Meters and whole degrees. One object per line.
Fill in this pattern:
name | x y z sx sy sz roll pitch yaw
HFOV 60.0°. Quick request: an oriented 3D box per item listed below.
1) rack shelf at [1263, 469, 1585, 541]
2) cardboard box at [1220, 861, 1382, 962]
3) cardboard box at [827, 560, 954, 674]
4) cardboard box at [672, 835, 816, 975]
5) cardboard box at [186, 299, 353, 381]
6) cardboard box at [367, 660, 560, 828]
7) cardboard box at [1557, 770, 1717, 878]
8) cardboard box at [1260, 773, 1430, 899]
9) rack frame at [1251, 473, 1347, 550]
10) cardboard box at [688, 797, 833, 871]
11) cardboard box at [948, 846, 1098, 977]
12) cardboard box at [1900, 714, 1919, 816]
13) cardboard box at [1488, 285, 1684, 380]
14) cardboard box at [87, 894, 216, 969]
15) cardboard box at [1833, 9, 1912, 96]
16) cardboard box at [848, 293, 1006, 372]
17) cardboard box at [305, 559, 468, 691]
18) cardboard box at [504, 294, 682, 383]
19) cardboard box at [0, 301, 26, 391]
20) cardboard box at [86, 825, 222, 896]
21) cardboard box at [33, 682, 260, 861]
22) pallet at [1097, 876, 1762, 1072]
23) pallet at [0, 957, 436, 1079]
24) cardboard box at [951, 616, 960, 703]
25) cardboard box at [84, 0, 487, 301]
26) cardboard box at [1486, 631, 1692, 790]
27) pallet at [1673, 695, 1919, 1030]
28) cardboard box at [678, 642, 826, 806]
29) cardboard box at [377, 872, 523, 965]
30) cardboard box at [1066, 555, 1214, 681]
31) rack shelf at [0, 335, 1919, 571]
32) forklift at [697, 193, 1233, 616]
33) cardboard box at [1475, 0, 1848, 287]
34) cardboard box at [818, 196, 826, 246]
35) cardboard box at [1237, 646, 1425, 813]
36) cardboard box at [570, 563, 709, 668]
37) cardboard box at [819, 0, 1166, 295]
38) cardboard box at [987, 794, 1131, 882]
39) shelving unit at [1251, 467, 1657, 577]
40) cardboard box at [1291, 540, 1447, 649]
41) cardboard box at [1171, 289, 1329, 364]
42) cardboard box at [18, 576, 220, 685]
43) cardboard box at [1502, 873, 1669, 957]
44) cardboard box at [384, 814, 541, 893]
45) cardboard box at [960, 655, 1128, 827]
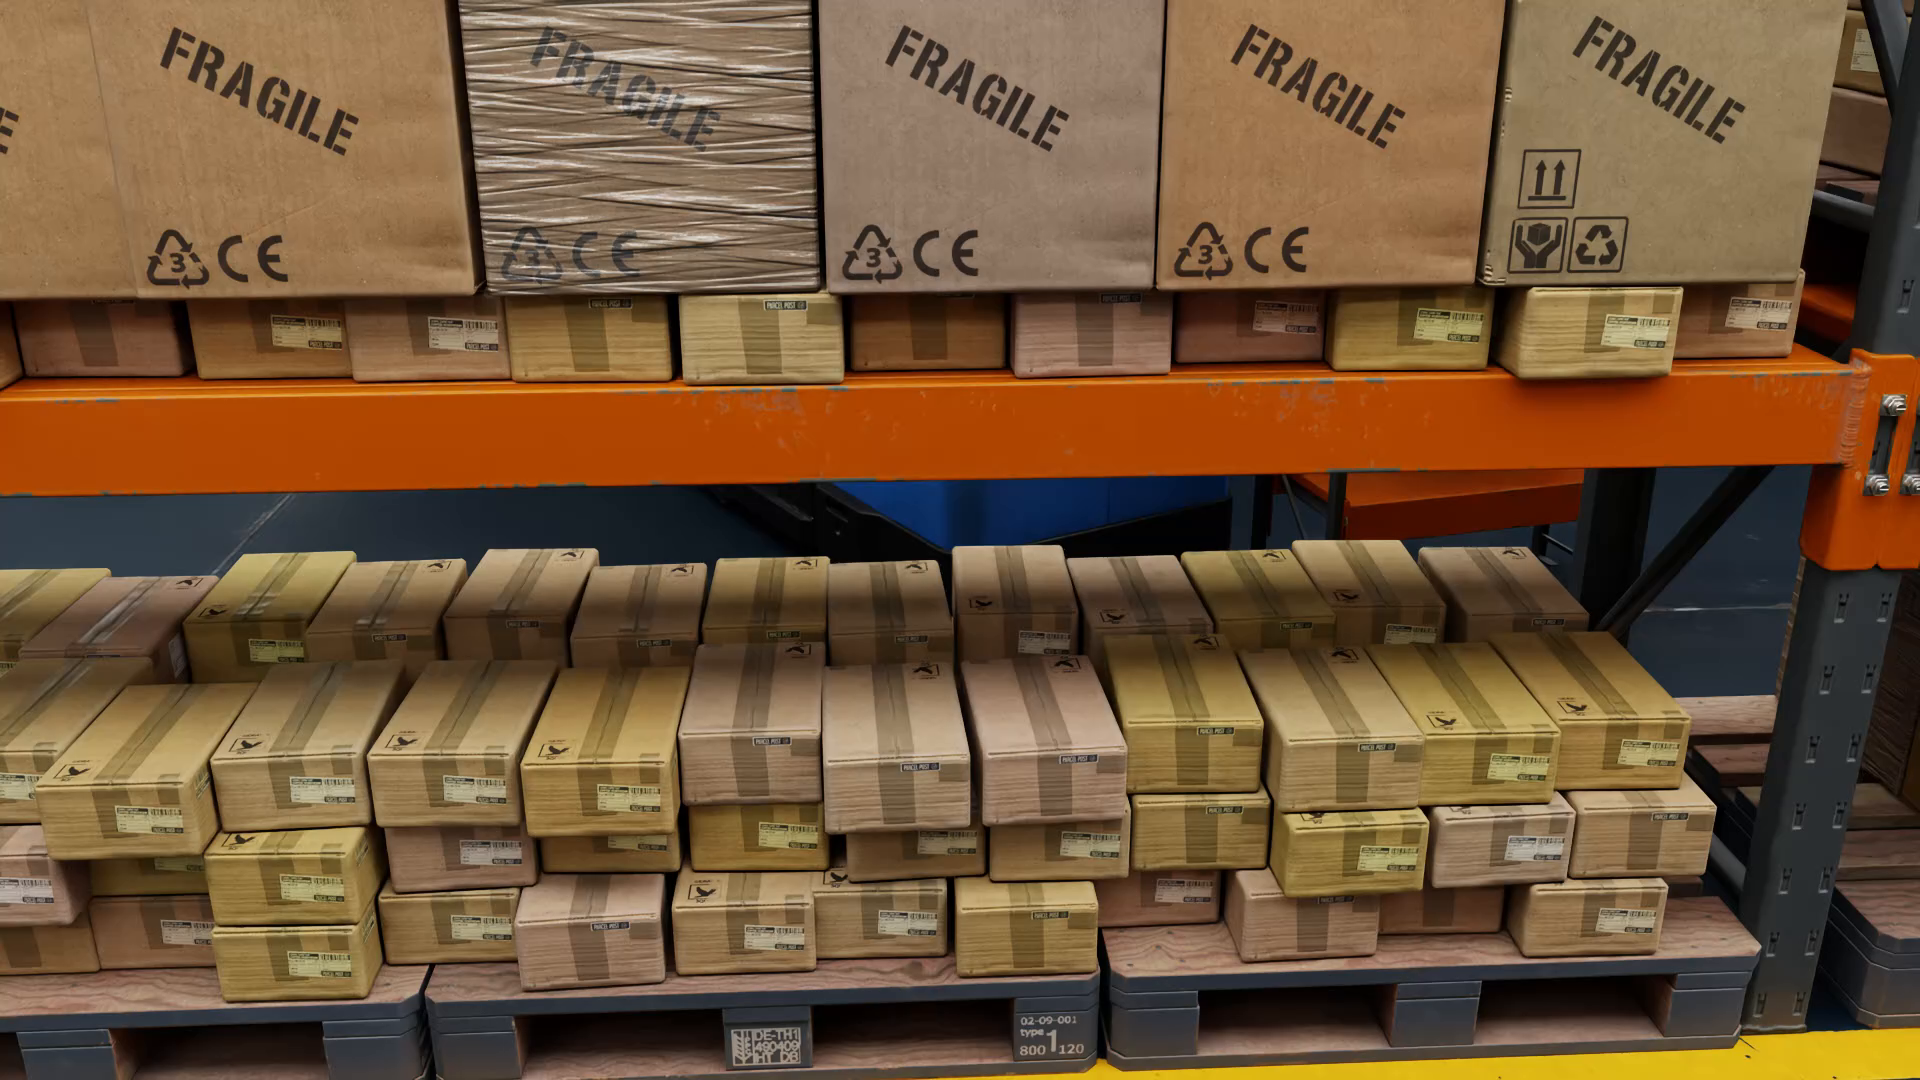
rack shelf | 1.477 -0.114 5.027 1.000 0.278 0.538 -6 22 -15
cardboard box | 0.618 0.628 3.172 0.250 0.149 0.380 -2 21 -5
cardboard box | -0.154 0.182 3.507 0.250 0.149 0.380 -2 21 -5
cardboard box | -0.394 0.643 3.132 0.250 0.149 0.380 -1 21 -3
cardboard box | -1.090 -0.389 2.781 0.250 0.149 0.380 -1 21 -4
cardboard box | -0.889 0.364 3.030 0.250 0.149 0.380 0 21 -1
cardboard box | 1.218 0.476 3.155 0.250 0.149 0.380 -1 21 -2
cardboard box | 0.682 0.497 3.098 0.250 0.149 0.380 -2 21 -5
rack frame | 0.989 -0.293 4.809 0.032 1.125 0.500 -6 22 -15
cardboard box | -0.365 0.468 3.174 0.250 0.149 0.380 0 21 -1
cardboard box | 0.109 0.645 3.127 0.250 0.149 0.380 -1 21 -3
cardboard box | 2.267 0.410 3.251 0.500 0.500 0.500 0 21 -1
cardboard box | 0.992 -0.391 2.784 0.250 0.149 0.380 -2 21 -4
cardboard box | -1.433 0.638 3.147 0.250 0.149 0.380 -1 21 -2
cardboard box | 1.900 -0.937 3.211 0.250 0.149 0.380 -1 21 -1
cardboard box | -0.064 -0.408 2.829 0.250 0.149 0.380 -1 21 -4
cardboard box | -1.197 0.180 3.513 0.250 0.149 0.380 -2 21 -5
cardboard box | -0.582 -0.382 2.762 0.250 0.149 0.380 0 21 -1
cardboard box | -1.614 -0.339 2.648 0.250 0.149 0.380 -2 21 -5
cardboard box | -1.425 0.496 3.101 0.250 0.149 0.380 -1 21 -2
cardboard box | -1.409 0.401 2.934 0.250 0.149 0.380 -1 21 -3
pallet | 0.846 0.689 3.516 1.213 0.211 1.003 -1 21 -3
pallet | -1.590 0.738 3.386 1.213 0.211 1.003 -1 21 -3
cardboard box | 0.100 0.306 3.599 0.250 0.149 0.380 0 21 -1
cardboard box | -0.992 -0.682 2.637 0.500 0.500 0.500 -1 21 -2
cardboard box | 1.174 0.317 3.153 0.250 0.149 0.380 -1 21 -2
pallet | 2.292 0.646 3.628 1.213 0.211 1.003 -1 21 -3
cardboard box | -0.378 0.336 3.104 0.250 0.149 0.380 -1 21 -3
cardboard box | -0.923 0.632 3.161 0.250 0.149 0.380 -1 21 -3
cardboard box | 0.372 0.171 3.536 0.250 0.149 0.380 -2 21 -4
rack shelf | -0.482 -0.264 3.110 4.000 0.370 1.077 -1 21 -3
forklift | -0.359 -1.576 5.642 1.130 2.935 3.031 -12 24 -29
cardboard box | 1.048 -0.716 2.728 0.500 0.500 0.500 -1 21 -3
cardboard box | -0.364 -0.568 3.250 0.250 0.149 0.380 0 21 -1
cardboard box | 0.673 0.344 3.083 0.250 0.149 0.380 -1 21 -4
cardboard box | -0.663 0.189 3.490 0.250 0.149 0.380 -2 21 -5
cardboard box | 0.033 -0.697 2.676 0.500 0.500 0.500 -1 21 -3
cardboard box | 0.173 0.480 3.144 0.250 0.149 0.380 -1 21 -2
shelving unit | 1.477 -0.343 4.940 1.048 1.125 0.538 -6 22 -15
cardboard box | 0.880 0.135 3.631 0.250 0.149 0.380 0 21 0
cardboard box | 0.460 -0.425 2.876 0.250 0.149 0.380 -2 21 -5
cardboard box | -1.711 0.213 3.426 0.250 0.149 0.380 -1 21 -2
cardboard box | 1.142 0.624 3.182 0.250 0.149 0.380 -1 21 -2
cardboard box | -0.904 0.490 3.116 0.250 0.149 0.380 -2 21 -6
cardboard box | 0.145 0.360 3.041 0.250 0.149 0.380 -2 21 -6
